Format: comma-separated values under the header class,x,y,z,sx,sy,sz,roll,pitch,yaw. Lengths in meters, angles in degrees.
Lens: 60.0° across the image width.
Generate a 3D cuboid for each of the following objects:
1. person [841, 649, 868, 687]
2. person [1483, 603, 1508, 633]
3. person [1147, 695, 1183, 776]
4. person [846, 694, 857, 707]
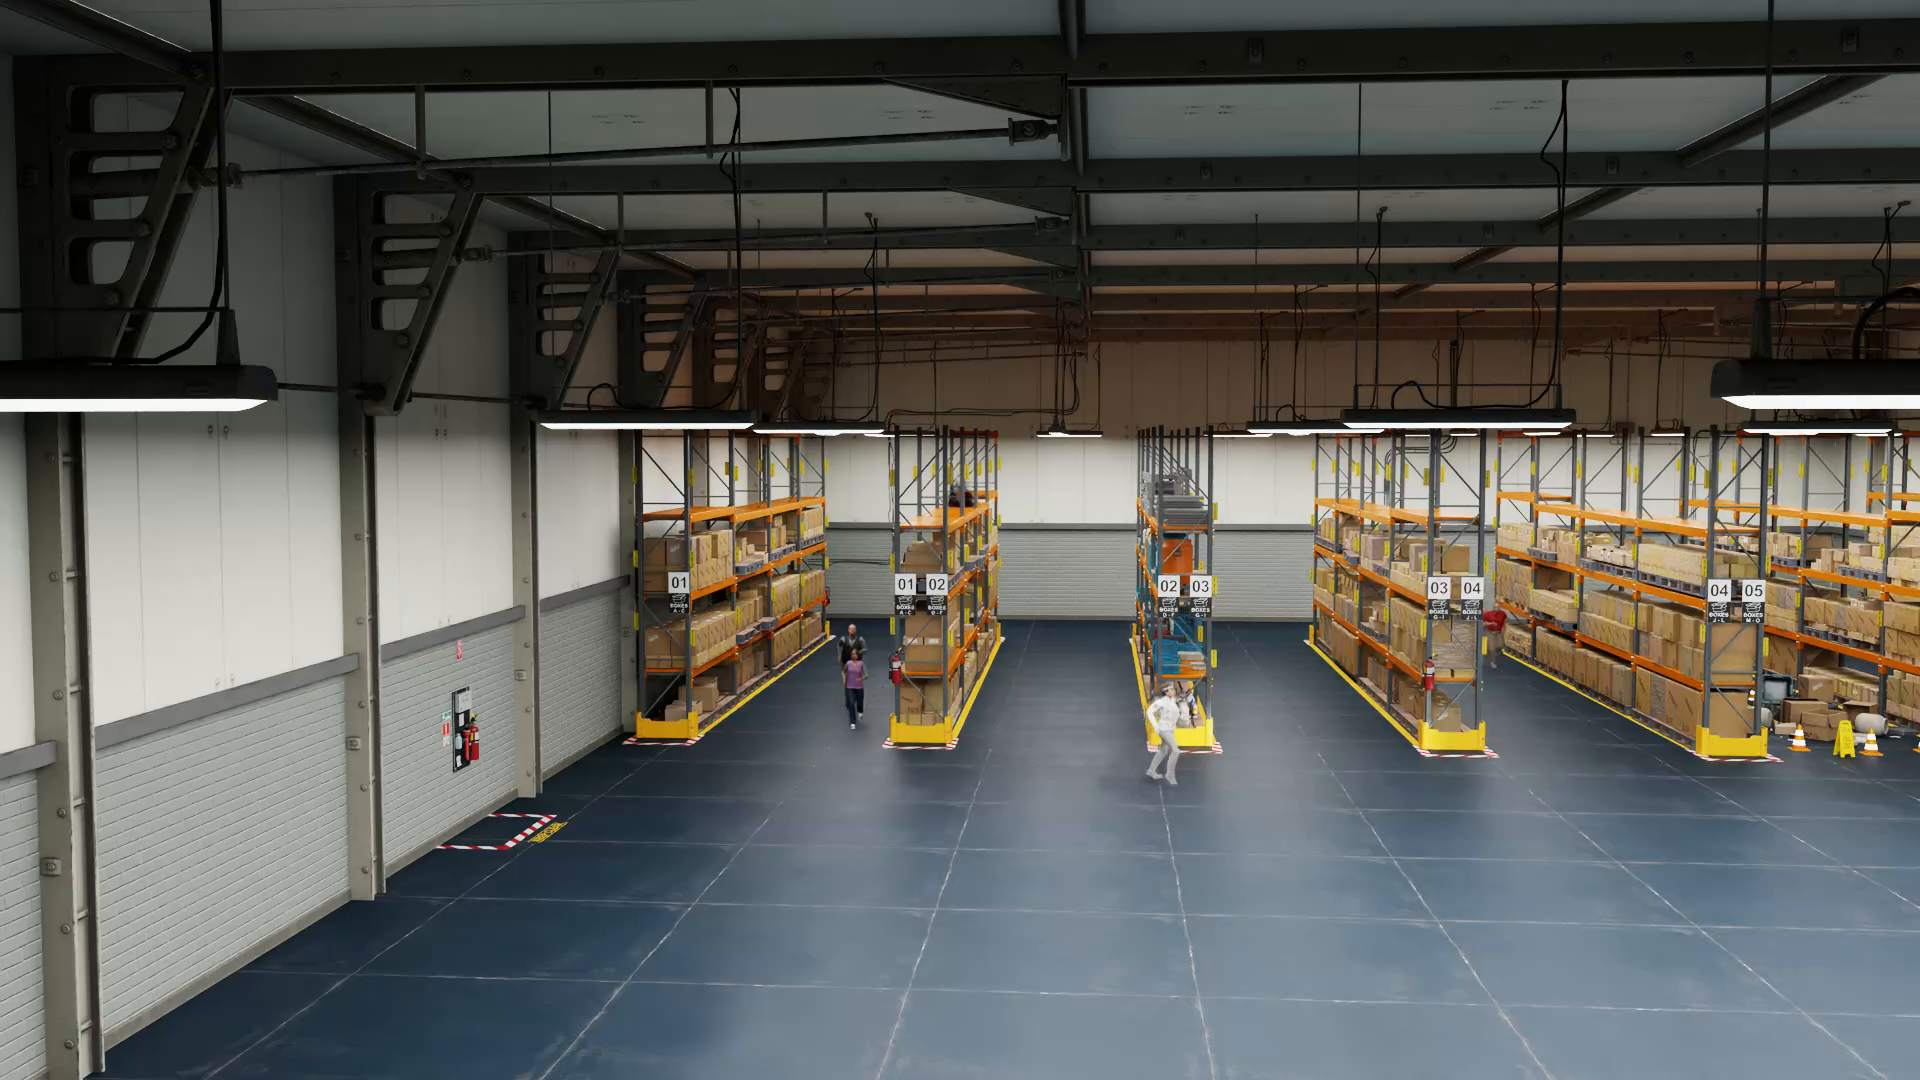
class,x,y,z,sx,sy,sz,roll,pitch,yaw
person,-2.100,2.550,32.990,0.547,0.757,0.486,0,3,2
person,13.440,1.964,41.666,0.655,0.802,0.661,0,3,7
person,3.423,3.254,27.786,0.618,1.320,0.598,2,4,30
person,-2.339,3.399,35.912,0.280,0.299,0.879,0,3,-6
